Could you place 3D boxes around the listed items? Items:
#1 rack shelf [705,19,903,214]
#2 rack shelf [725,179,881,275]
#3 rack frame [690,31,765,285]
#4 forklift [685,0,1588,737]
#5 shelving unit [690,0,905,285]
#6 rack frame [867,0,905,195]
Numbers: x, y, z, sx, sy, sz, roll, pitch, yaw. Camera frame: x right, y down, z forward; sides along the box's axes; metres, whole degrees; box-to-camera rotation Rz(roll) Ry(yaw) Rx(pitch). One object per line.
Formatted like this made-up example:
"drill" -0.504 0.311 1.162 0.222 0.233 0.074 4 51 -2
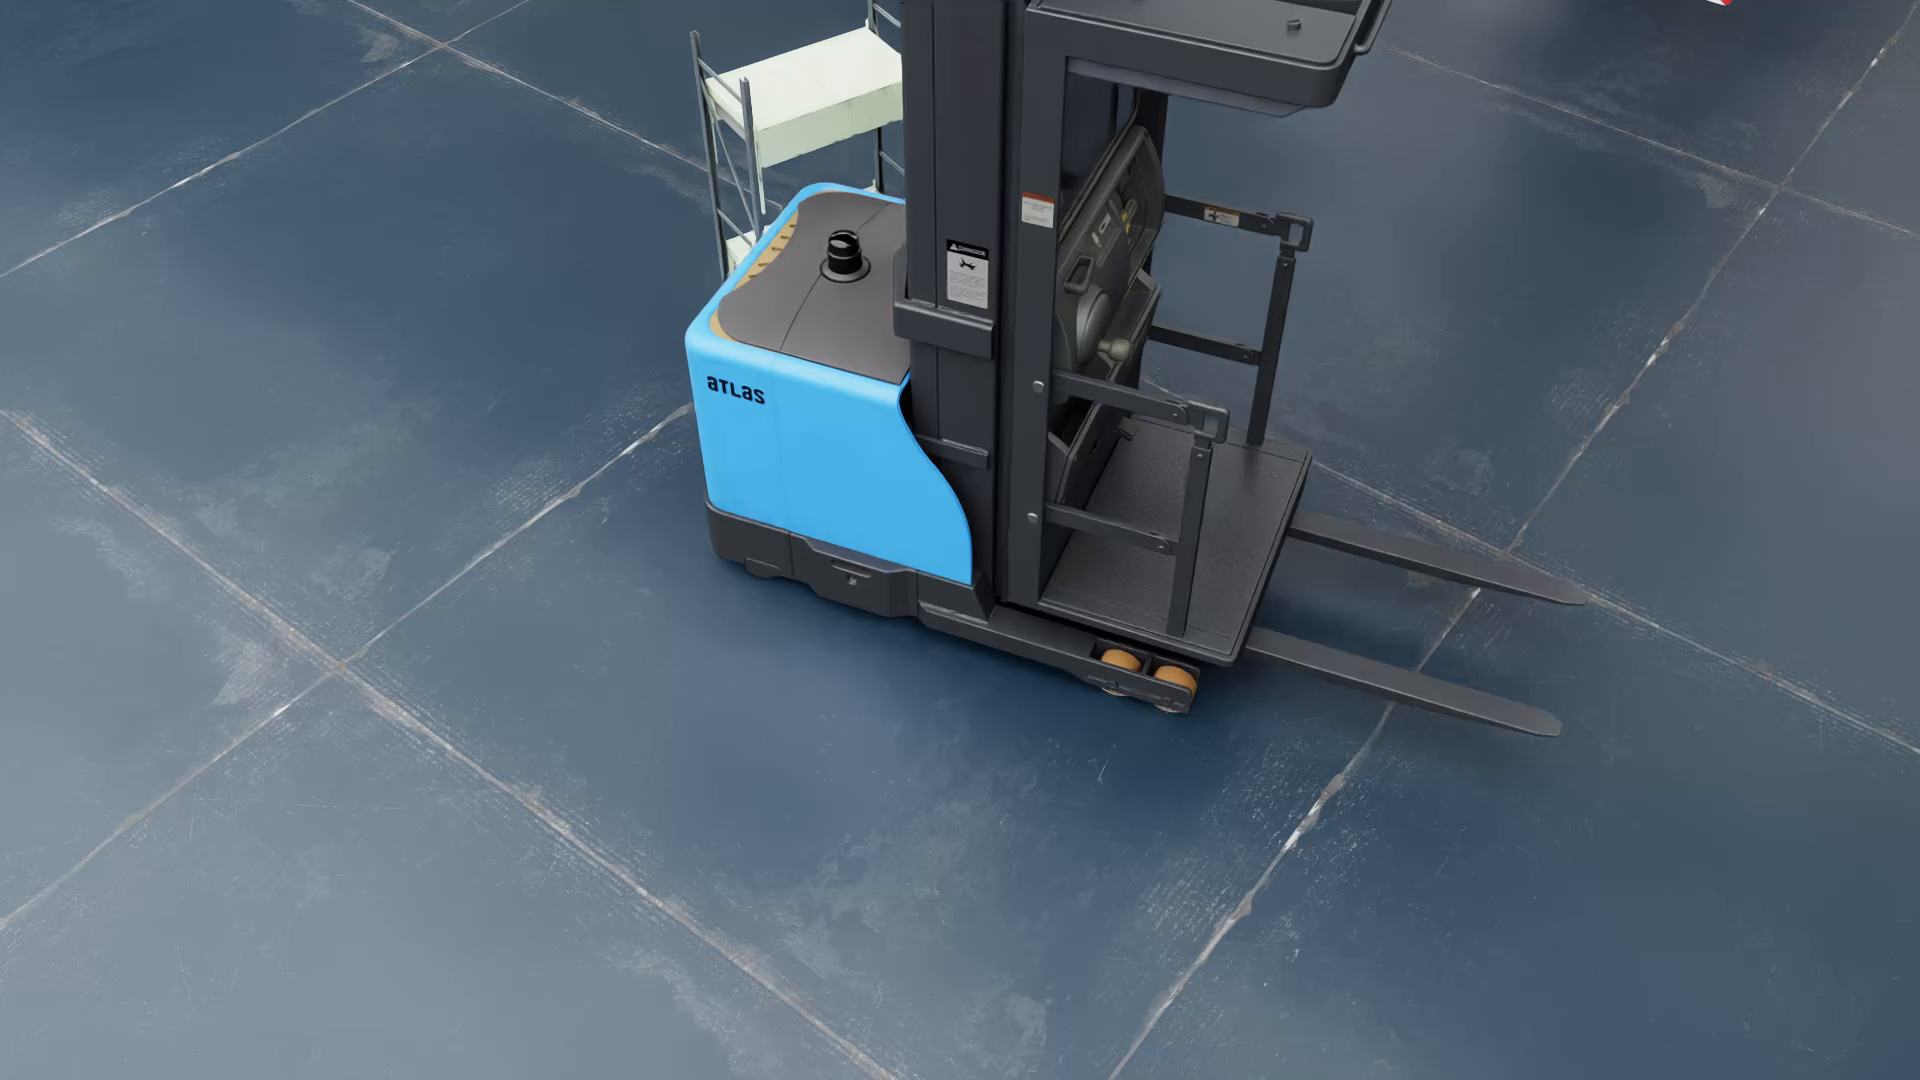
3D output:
"rack shelf" -0.534 -1.582 6.184 0.720 0.370 0.431 -26 51 -22
"rack shelf" -0.534 -1.087 6.702 0.720 0.370 0.431 -26 51 -22
"rack frame" -0.839 -1.166 6.326 0.023 1.500 0.400 -26 51 -22
"forklift" 0.649 -0.862 5.047 3.031 2.935 1.130 16 48 15
"shelving unit" -0.534 -1.312 6.466 0.755 1.500 0.431 -26 51 -22
"rack frame" -0.229 -1.459 6.606 0.023 1.500 0.400 -26 51 -22
